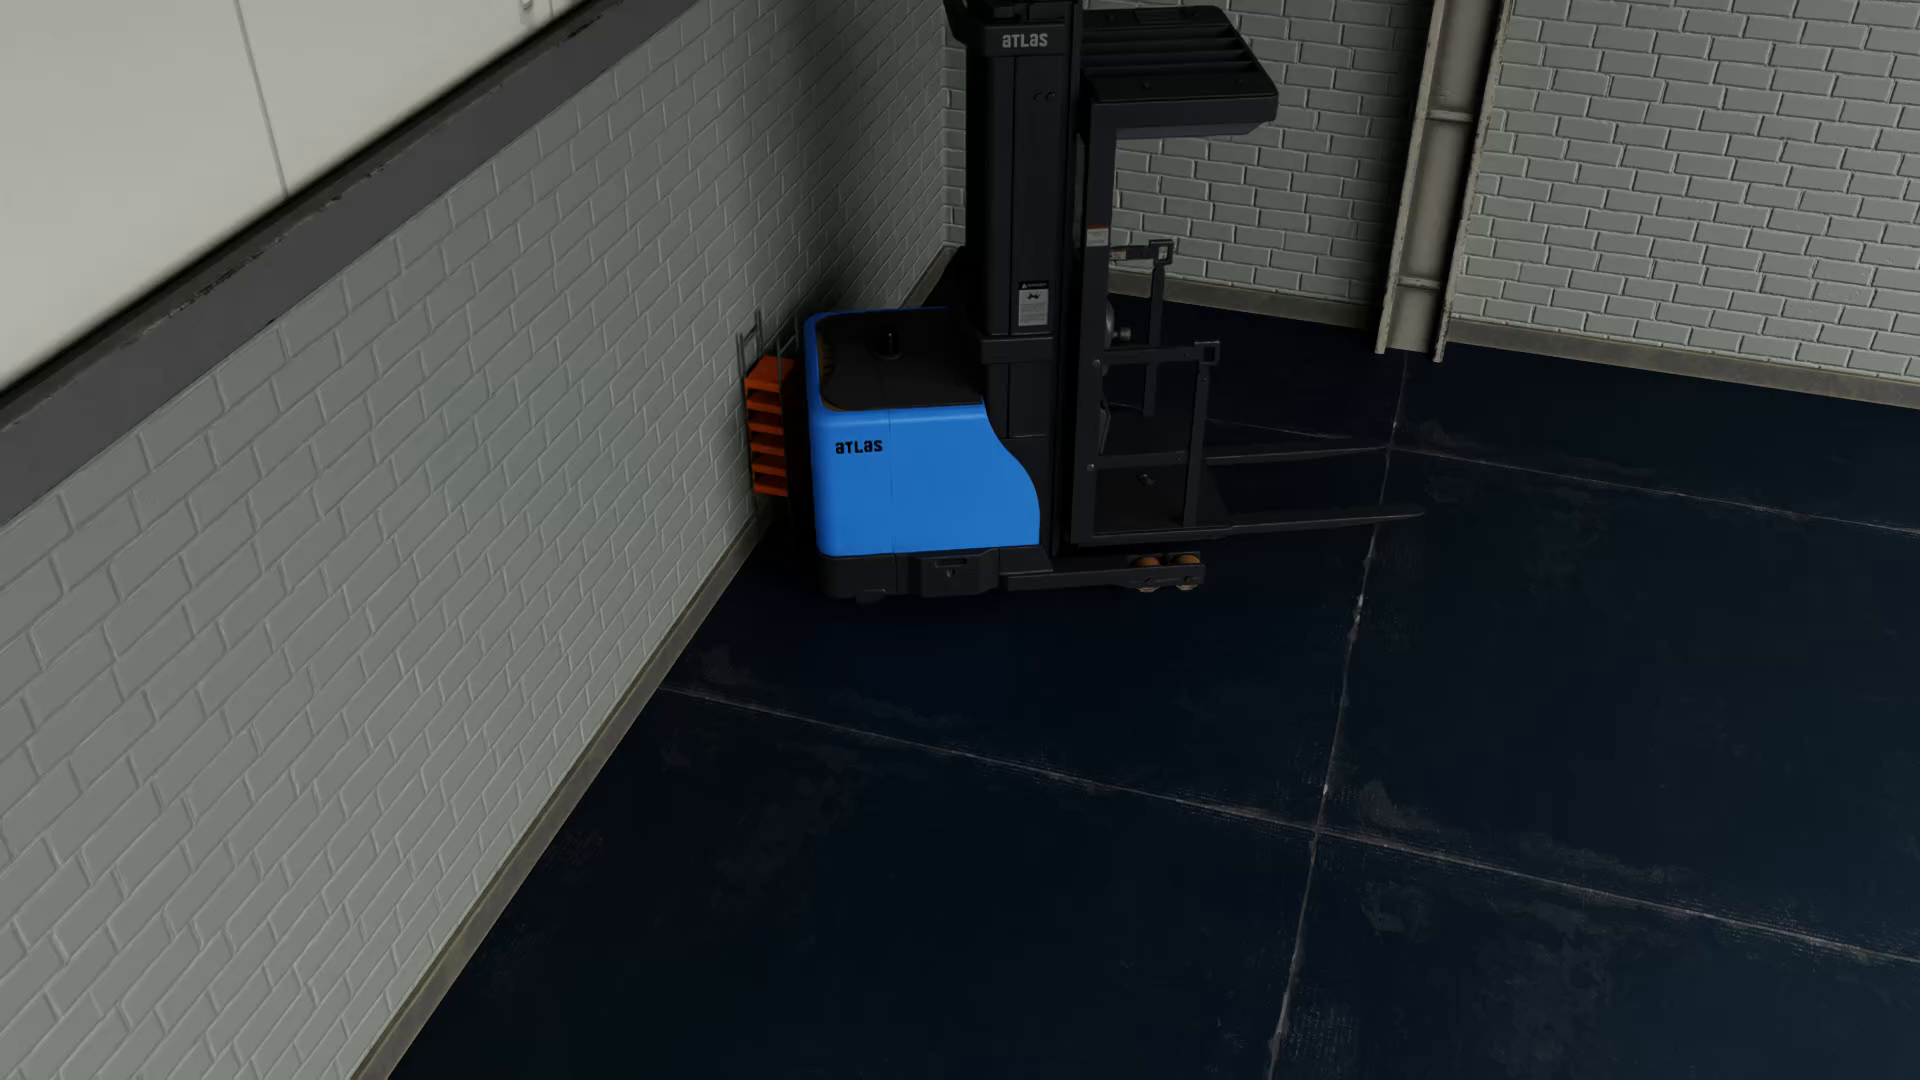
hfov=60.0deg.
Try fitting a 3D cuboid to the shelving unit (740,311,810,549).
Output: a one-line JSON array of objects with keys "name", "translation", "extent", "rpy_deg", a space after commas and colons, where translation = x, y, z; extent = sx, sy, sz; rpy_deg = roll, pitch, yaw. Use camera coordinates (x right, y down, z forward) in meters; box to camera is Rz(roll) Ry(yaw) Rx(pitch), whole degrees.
[{"name": "shelving unit", "translation": [-0.896, -0.522, 8.131], "extent": [0.189, 1.200, 0.258], "rpy_deg": [10, 38, 14]}]

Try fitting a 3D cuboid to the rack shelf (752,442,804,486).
[{"name": "rack shelf", "translation": [-0.896, -0.389, 8.229], "extent": [0.180, 0.103, 0.258], "rpy_deg": [10, 38, 14]}]

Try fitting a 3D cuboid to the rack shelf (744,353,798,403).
[{"name": "rack shelf", "translation": [-0.896, -0.775, 7.944], "extent": [0.180, 0.103, 0.258], "rpy_deg": [10, 38, 14]}]

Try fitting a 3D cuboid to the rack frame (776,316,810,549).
[{"name": "rack frame", "translation": [-0.808, -0.505, 8.109], "extent": [0.006, 1.200, 0.240], "rpy_deg": [10, 38, 14]}]

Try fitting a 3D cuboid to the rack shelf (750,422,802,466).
[{"name": "rack shelf", "translation": [-0.896, -0.486, 8.157], "extent": [0.180, 0.103, 0.258], "rpy_deg": [10, 38, 14]}]

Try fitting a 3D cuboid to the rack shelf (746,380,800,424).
[{"name": "rack shelf", "translation": [-0.896, -0.679, 8.015], "extent": [0.180, 0.103, 0.258], "rpy_deg": [10, 38, 14]}]

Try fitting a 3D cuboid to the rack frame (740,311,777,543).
[{"name": "rack frame", "translation": [-0.983, -0.538, 8.153], "extent": [0.006, 1.200, 0.240], "rpy_deg": [10, 38, 14]}]

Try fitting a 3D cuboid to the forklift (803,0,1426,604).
[{"name": "forklift", "translation": [0.771, -1.239, 7.646], "extent": [3.031, 2.935, 1.130], "rpy_deg": [-4, 37, -5]}]

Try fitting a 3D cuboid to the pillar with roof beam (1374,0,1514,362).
[{"name": "pillar with roof beam", "translation": [1.431, -2.363, 4.054], "extent": [0.400, 9.000, 9.100], "rpy_deg": [10, 38, 14]}]

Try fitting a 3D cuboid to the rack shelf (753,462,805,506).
[{"name": "rack shelf", "translation": [-0.896, -0.293, 8.300], "extent": [0.180, 0.103, 0.258], "rpy_deg": [10, 38, 14]}]

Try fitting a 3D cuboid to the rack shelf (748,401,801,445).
[{"name": "rack shelf", "translation": [-0.896, -0.582, 8.086], "extent": [0.180, 0.103, 0.258], "rpy_deg": [10, 38, 14]}]
